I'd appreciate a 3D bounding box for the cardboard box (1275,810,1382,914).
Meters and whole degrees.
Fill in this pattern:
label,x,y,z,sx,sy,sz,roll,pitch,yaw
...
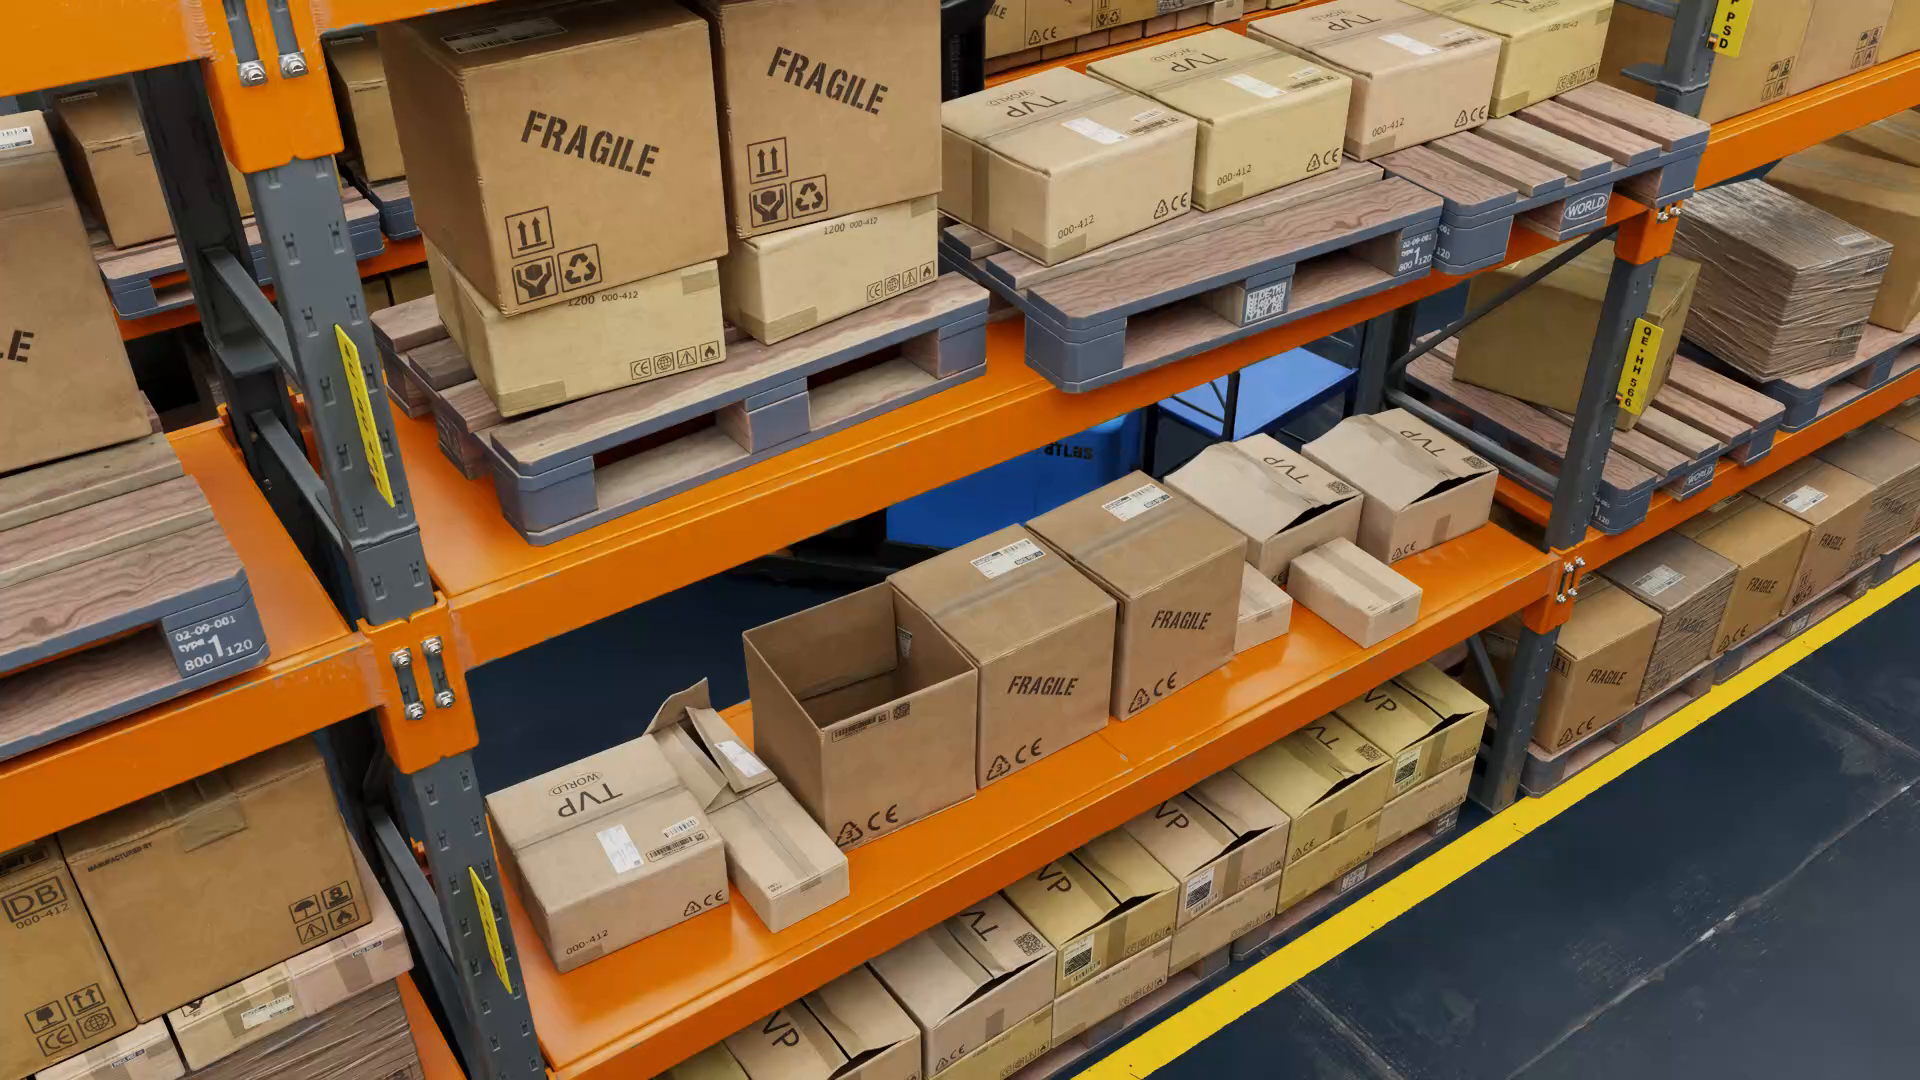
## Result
label,x,y,z,sx,sy,sz,roll,pitch,yaw
cardboard box,1.204,1.052,6.214,0.500,0.250,0.500,-23,42,-28

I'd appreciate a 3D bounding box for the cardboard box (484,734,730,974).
label,x,y,z,sx,sy,sz,roll,pitch,yaw
cardboard box,-0.980,0.858,4.617,0.500,0.250,0.500,-20,40,-25

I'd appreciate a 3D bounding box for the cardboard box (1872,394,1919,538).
label,x,y,z,sx,sy,sz,roll,pitch,yaw
cardboard box,4.535,-0.407,8.010,0.500,0.500,0.500,-22,41,-28

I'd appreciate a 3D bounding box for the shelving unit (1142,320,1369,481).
label,x,y,z,sx,sy,sz,roll,pitch,yaw
shelving unit,1.458,-0.836,8.127,1.048,1.500,0.538,-29,45,-34

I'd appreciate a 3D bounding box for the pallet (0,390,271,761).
label,x,y,z,sx,sy,sz,roll,pitch,yaw
pallet,-2.039,0.101,3.048,1.213,0.211,1.003,-22,41,-28

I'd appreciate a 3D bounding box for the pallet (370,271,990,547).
label,x,y,z,sx,sy,sz,roll,pitch,yaw
pallet,-0.644,-0.460,3.915,1.217,0.209,0.805,-24,42,-30

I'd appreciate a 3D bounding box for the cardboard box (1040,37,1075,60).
label,x,y,z,sx,sy,sz,roll,pitch,yaw
cardboard box,0.494,-3.078,10.158,0.250,0.149,0.380,-22,41,-27

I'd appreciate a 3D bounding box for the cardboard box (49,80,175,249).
label,x,y,z,sx,sy,sz,roll,pitch,yaw
cardboard box,-3.778,-1.754,7.657,0.500,0.500,0.700,-22,41,-28

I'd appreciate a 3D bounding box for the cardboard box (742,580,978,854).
label,x,y,z,sx,sy,sz,roll,pitch,yaw
cardboard box,-0.289,0.515,4.880,0.500,0.500,0.500,-19,40,-25

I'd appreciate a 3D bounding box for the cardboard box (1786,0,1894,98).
label,x,y,z,sx,sy,sz,roll,pitch,yaw
cardboard box,2.667,-1.955,5.745,0.500,0.500,0.910,-22,41,-28

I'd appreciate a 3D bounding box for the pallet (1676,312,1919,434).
label,x,y,z,sx,sy,sz,roll,pitch,yaw
pallet,3.499,-0.941,7.153,1.213,0.211,1.003,-22,41,-28

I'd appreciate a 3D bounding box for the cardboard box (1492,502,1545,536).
label,x,y,z,sx,sy,sz,roll,pitch,yaw
cardboard box,2.585,-0.278,7.190,0.500,0.250,0.500,-21,41,-26

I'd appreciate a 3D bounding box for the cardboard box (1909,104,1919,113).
label,x,y,z,sx,sy,sz,roll,pitch,yaw
cardboard box,4.666,-1.866,7.831,0.700,0.500,0.500,22,41,28

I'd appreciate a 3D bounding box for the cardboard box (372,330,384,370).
label,x,y,z,sx,sy,sz,roll,pitch,yaw
cardboard box,-3.228,-0.997,8.831,0.500,0.500,0.700,-23,42,-29

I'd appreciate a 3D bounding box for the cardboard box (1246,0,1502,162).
label,x,y,z,sx,sy,sz,roll,pitch,yaw
cardboard box,1.156,-1.325,4.723,0.500,0.250,0.500,-21,41,-27

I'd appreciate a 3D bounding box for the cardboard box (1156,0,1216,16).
label,x,y,z,sx,sy,sz,roll,pitch,yaw
cardboard box,1.266,-3.623,10.361,0.500,0.500,0.500,-22,41,-28

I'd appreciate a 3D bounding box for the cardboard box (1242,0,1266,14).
label,x,y,z,sx,sy,sz,roll,pitch,yaw
cardboard box,1.782,-3.566,10.838,0.250,0.149,0.380,-21,41,-27

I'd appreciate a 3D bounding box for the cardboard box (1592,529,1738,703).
label,x,y,z,sx,sy,sz,roll,pitch,yaw
cardboard box,2.874,0.278,7.058,0.500,0.500,0.500,-24,42,-29

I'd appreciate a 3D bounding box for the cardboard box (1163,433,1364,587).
label,x,y,z,sx,sy,sz,roll,pitch,yaw
cardboard box,1.070,-0.118,5.921,0.500,0.311,0.500,-23,42,-28

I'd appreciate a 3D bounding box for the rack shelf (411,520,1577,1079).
label,x,y,z,sx,sy,sz,roll,pitch,yaw
rack shelf,0.278,0.602,5.459,4.000,0.370,1.077,-22,41,-28

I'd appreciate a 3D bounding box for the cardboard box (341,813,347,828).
label,x,y,z,sx,sy,sz,roll,pitch,yaw
cardboard box,-1.688,0.677,4.098,0.250,0.149,0.380,-22,41,-28

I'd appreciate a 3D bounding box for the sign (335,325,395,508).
label,x,y,z,sx,sy,sz,roll,pitch,yaw
sign,-1.036,-0.212,2.897,0.005,0.325,0.100,-22,41,-28

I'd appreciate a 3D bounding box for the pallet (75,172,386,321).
label,x,y,z,sx,sy,sz,roll,pitch,yaw
pallet,-3.505,-1.490,7.916,1.213,0.211,1.003,-22,41,-28

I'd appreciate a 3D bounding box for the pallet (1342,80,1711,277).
label,x,y,z,sx,sy,sz,roll,pitch,yaw
pallet,1.409,-1.232,4.987,1.003,0.211,1.213,-20,40,-26

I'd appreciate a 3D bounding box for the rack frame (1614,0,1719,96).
label,x,y,z,sx,sy,sz,roll,pitch,yaw
rack frame,1.912,-2.798,4.433,0.127,3.000,1.000,-22,41,-28

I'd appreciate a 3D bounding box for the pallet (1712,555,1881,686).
label,x,y,z,sx,sy,sz,roll,pitch,yaw
pallet,3.541,0.129,7.890,1.213,0.211,1.003,-22,41,-28

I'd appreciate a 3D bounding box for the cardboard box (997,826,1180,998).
label,x,y,z,sx,sy,sz,roll,pitch,yaw
cardboard box,0.380,1.163,5.578,0.500,0.311,0.500,-21,41,-27

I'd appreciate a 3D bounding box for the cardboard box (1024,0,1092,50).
label,x,y,z,sx,sy,sz,roll,pitch,yaw
cardboard box,0.440,-3.274,9.876,0.500,0.500,0.500,-23,41,-28

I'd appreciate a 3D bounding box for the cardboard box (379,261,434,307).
label,x,y,z,sx,sy,sz,roll,pitch,yaw
cardboard box,-2.841,-1.430,8.791,0.500,0.250,0.500,-24,42,-29

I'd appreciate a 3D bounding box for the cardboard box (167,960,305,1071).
label,x,y,z,sx,sy,sz,roll,pitch,yaw
cardboard box,-1.659,0.955,3.712,0.250,0.149,0.380,-23,42,-29

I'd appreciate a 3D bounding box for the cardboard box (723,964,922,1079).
label,x,y,z,sx,sy,sz,roll,pitch,yaw
cardboard box,-0.464,1.515,5.089,0.500,0.311,0.500,-23,42,-28

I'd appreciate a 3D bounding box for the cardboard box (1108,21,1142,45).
label,x,y,z,sx,sy,sz,roll,pitch,yaw
cardboard box,0.925,-3.238,10.381,0.250,0.149,0.380,-21,41,-27

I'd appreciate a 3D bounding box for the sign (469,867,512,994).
label,x,y,z,sx,sy,sz,roll,pitch,yaw
sign,-1.036,0.864,3.671,0.005,0.325,0.100,-22,41,-28

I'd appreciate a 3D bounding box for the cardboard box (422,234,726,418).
label,x,y,z,sx,sy,sz,roll,pitch,yaw
cardboard box,-0.848,-0.547,3.641,0.500,0.250,0.500,-18,39,-23

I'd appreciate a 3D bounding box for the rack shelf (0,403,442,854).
label,x,y,z,sx,sy,sz,roll,pitch,yaw
rack shelf,-2.992,0.730,2.713,4.000,0.370,1.077,-22,41,-28

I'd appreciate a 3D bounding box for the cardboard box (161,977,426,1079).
label,x,y,z,sx,sy,sz,roll,pitch,yaw
cardboard box,-1.716,1.095,4.073,0.500,0.500,0.700,-24,42,-29

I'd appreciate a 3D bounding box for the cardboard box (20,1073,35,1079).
label,x,y,z,sx,sy,sz,roll,pitch,yaw
cardboard box,-2.086,1.133,3.464,0.250,0.149,0.380,-22,41,-28

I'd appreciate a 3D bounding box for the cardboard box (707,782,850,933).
label,x,y,z,sx,sy,sz,roll,pitch,yaw
cardboard box,-0.515,0.885,4.666,0.250,0.149,0.380,-22,41,-28

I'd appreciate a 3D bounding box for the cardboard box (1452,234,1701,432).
label,x,y,z,sx,sy,sz,roll,pitch,yaw
cardboard box,2.362,-0.839,6.402,0.700,0.500,0.500,23,41,28

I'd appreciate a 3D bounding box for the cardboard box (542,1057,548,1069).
label,x,y,z,sx,sy,sz,roll,pitch,yaw
cardboard box,-1.191,1.428,5.210,0.500,0.311,0.500,-22,41,-28

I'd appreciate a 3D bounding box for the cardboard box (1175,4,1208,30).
label,x,y,z,sx,sy,sz,roll,pitch,yaw
cardboard box,1.362,-3.399,10.605,0.250,0.149,0.380,-22,41,-28

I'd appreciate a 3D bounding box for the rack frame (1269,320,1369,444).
label,x,y,z,sx,sy,sz,roll,pitch,yaw
rack frame,1.826,-1.040,8.412,0.032,1.500,0.500,-29,45,-34

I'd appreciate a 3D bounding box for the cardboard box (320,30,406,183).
label,x,y,z,sx,sy,sz,roll,pitch,yaw
cardboard box,-2.797,-2.175,8.243,0.500,0.500,0.700,-17,39,-22

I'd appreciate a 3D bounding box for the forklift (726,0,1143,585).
label,x,y,z,sx,sy,sz,roll,pitch,yaw
forklift,-0.669,-1.286,7.528,3.031,2.935,1.130,7,36,10

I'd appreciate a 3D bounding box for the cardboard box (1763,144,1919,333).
label,x,y,z,sx,sy,sz,roll,pitch,yaw
cardboard box,3.774,-1.295,7.036,0.700,0.500,0.500,26,43,32

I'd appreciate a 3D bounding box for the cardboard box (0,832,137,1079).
label,x,y,z,sx,sy,sz,roll,pitch,yaw
cardboard box,-2.128,0.739,3.457,0.500,0.500,0.700,-22,41,-28

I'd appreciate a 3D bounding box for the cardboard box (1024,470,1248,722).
label,x,y,z,sx,sy,sz,roll,pitch,yaw
cardboard box,0.550,0.169,5.360,0.500,0.500,0.500,-25,42,-30

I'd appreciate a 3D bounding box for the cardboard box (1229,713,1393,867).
label,x,y,z,sx,sy,sz,roll,pitch,yaw
cardboard box,1.205,0.827,6.045,0.500,0.311,0.500,-23,42,-29

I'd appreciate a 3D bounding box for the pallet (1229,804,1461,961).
label,x,y,z,sx,sy,sz,roll,pitch,yaw
pallet,1.217,1.028,6.640,1.213,0.211,1.003,-22,41,-28

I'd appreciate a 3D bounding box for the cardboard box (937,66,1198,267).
label,x,y,z,sx,sy,sz,roll,pitch,yaw
cardboard box,0.241,-0.958,4.213,0.500,0.250,0.500,-26,43,-32

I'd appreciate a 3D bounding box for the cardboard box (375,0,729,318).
label,x,y,z,sx,sy,sz,roll,pitch,yaw
cardboard box,-0.830,-0.837,3.403,0.500,0.500,0.500,-22,41,-27

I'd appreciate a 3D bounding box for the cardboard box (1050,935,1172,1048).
label,x,y,z,sx,sy,sz,roll,pitch,yaw
cardboard box,0.372,1.394,5.738,0.500,0.250,0.500,-22,41,-27

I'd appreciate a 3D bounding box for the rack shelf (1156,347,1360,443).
label,x,y,z,sx,sy,sz,roll,pitch,yaw
rack shelf,1.458,-0.689,8.232,1.000,0.185,0.538,-29,45,-34

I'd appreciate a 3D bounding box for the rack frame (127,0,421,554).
label,x,y,z,sx,sy,sz,roll,pitch,yaw
rack frame,-1.357,-1.452,2.562,0.127,3.000,1.000,-22,41,-28

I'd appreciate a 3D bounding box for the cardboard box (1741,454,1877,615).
label,x,y,z,sx,sy,sz,roll,pitch,yaw
cardboard box,3.710,-0.066,7.537,0.500,0.500,0.500,-24,42,-29

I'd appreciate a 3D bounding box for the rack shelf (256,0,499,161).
label,x,y,z,sx,sy,sz,roll,pitch,yaw
rack shelf,0.278,-1.671,3.825,4.000,0.370,1.077,-22,41,-28

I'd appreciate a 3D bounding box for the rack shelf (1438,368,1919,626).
label,x,y,z,sx,sy,sz,roll,pitch,yaw
rack shelf,3.547,-0.743,7.330,4.000,0.370,1.077,-22,41,-28

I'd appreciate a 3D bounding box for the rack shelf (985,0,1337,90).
label,x,y,z,sx,sy,sz,roll,pitch,yaw
rack shelf,0.691,-3.106,10.616,4.000,0.370,1.077,-22,41,-28

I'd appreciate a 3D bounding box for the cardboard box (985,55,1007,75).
label,x,y,z,sx,sy,sz,roll,pitch,yaw
cardboard box,0.070,-2.905,9.918,0.250,0.149,0.380,-23,42,-28
